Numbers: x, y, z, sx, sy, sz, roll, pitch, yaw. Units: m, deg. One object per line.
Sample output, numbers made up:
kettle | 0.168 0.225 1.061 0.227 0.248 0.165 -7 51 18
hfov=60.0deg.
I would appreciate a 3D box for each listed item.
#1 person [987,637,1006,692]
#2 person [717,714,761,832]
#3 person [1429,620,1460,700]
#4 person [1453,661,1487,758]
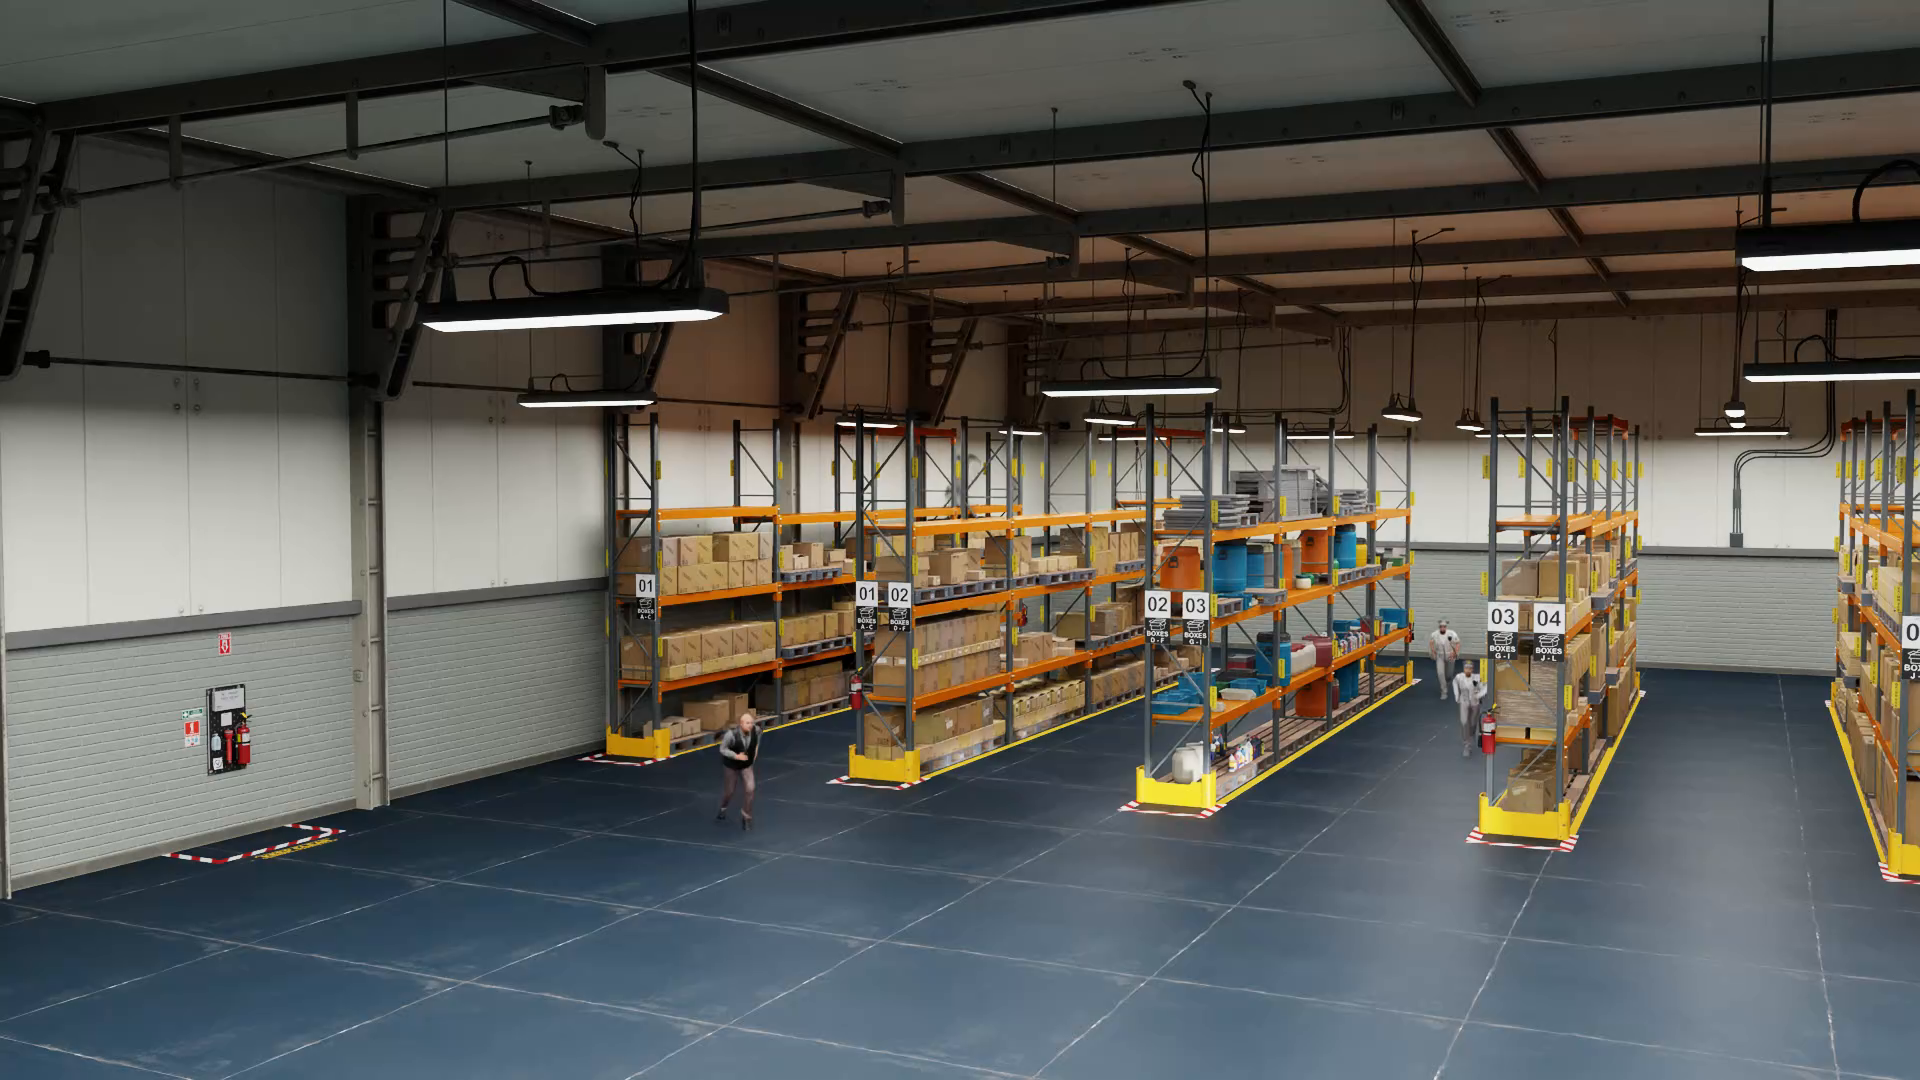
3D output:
person | 0.756 2.643 35.107 0.643 1.723 0.924 1 3 23
person | -3.129 3.231 23.337 0.701 1.679 0.987 -2 3 -33
person | 10.680 2.619 36.665 0.663 1.776 0.997 1 3 17
person | 9.016 2.941 29.385 0.617 1.688 1.036 1 3 19
